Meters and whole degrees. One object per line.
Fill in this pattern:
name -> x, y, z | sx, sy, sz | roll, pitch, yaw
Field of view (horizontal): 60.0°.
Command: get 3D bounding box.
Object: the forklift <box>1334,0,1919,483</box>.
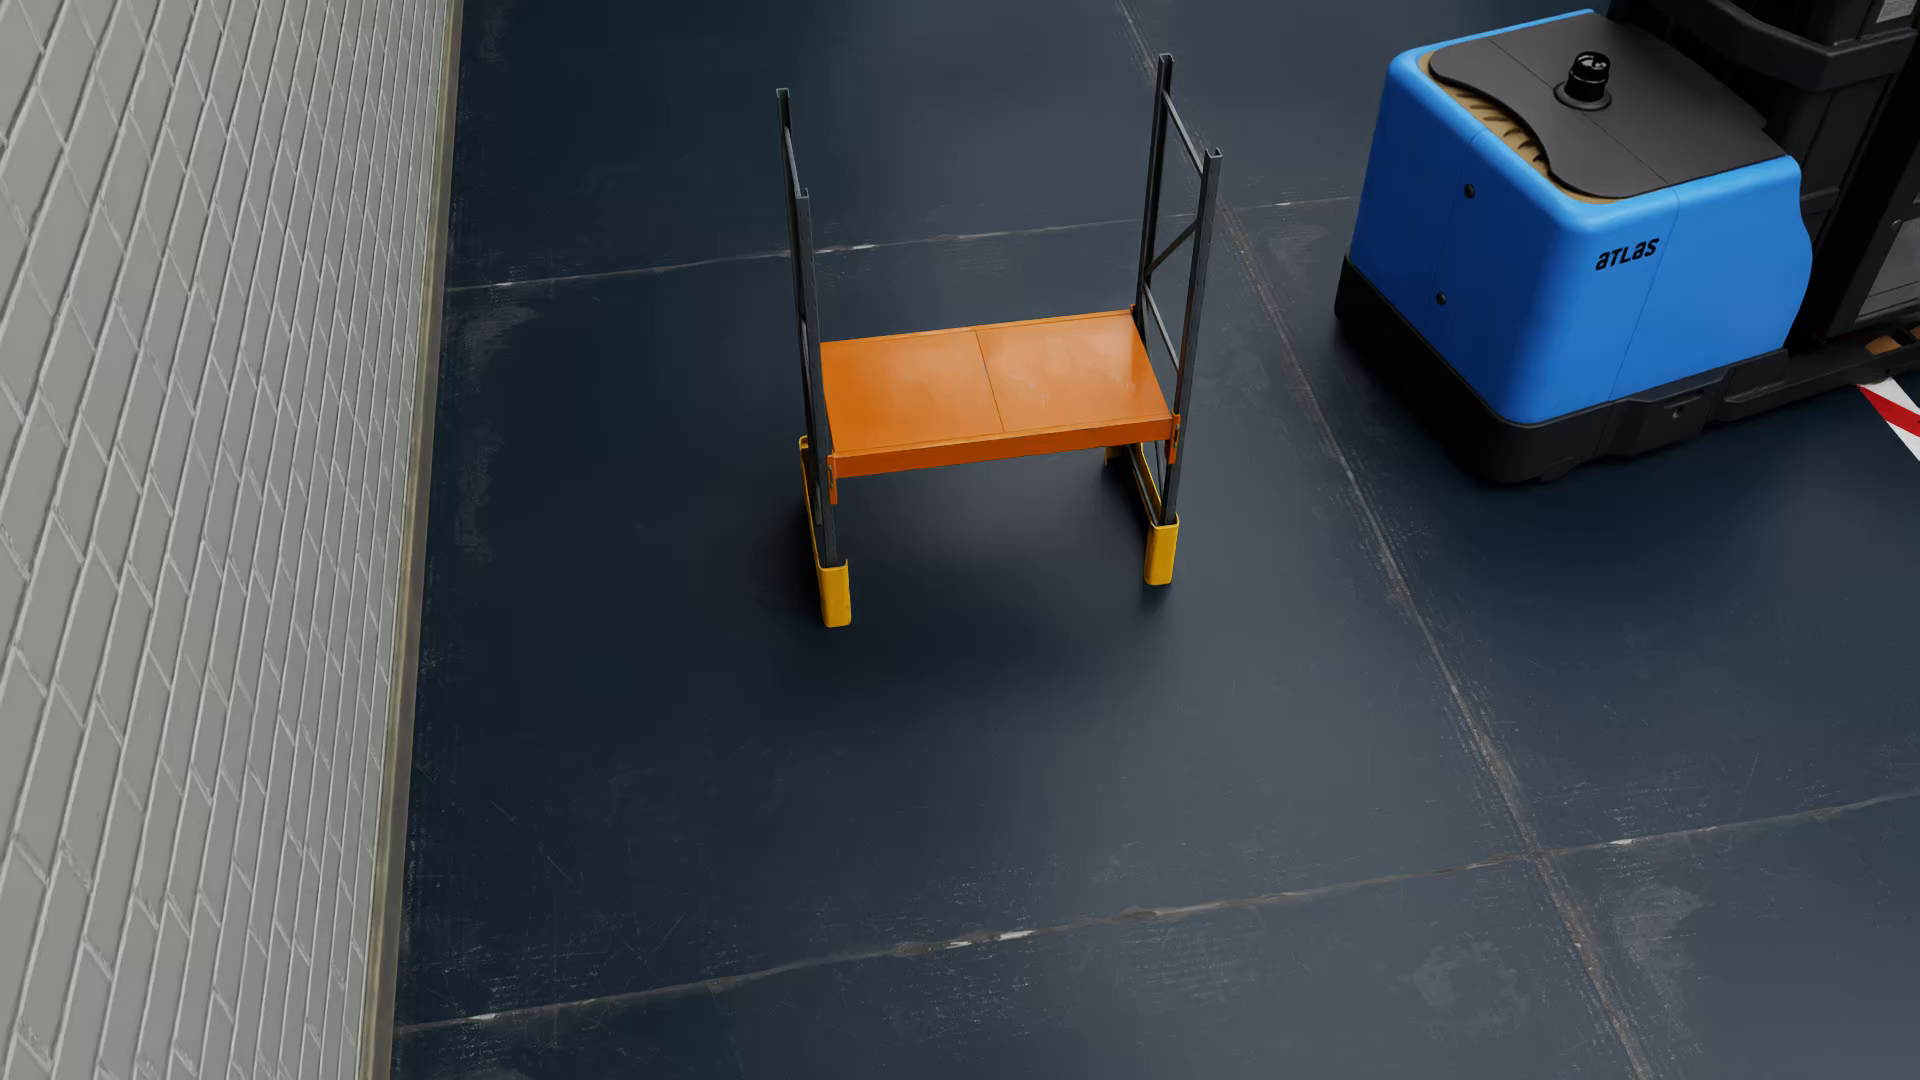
forklift -> 2.903, -1.893, 5.038 | 3.031, 2.935, 1.130 | -17, 48, -15

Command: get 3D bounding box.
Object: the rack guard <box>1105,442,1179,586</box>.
rack guard -> 0.566, -0.157, 5.228 | 0.087, 0.250, 0.587 | -7, 46, -7

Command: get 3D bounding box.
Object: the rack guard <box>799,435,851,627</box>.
rack guard -> -0.416, -0.035, 5.110 | 0.087, 0.250, 0.587 | -7, 46, -7

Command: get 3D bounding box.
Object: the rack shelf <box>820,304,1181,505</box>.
rack shelf -> 0.084, -0.406, 4.850 | 1.000, 0.185, 0.538 | -7, 46, -7

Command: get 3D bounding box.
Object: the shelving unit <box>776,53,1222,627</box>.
shelving unit -> 0.075, -0.530, 4.719 | 1.083, 1.500, 0.587 | -7, 46, -7

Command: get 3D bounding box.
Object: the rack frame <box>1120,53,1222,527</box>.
rack frame -> 0.585, -0.593, 4.780 | 0.032, 1.500, 0.500 | -7, 46, -7

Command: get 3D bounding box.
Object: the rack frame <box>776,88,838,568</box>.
rack frame -> -0.417, -0.468, 4.660 | 0.032, 1.500, 0.500 | -7, 46, -7
